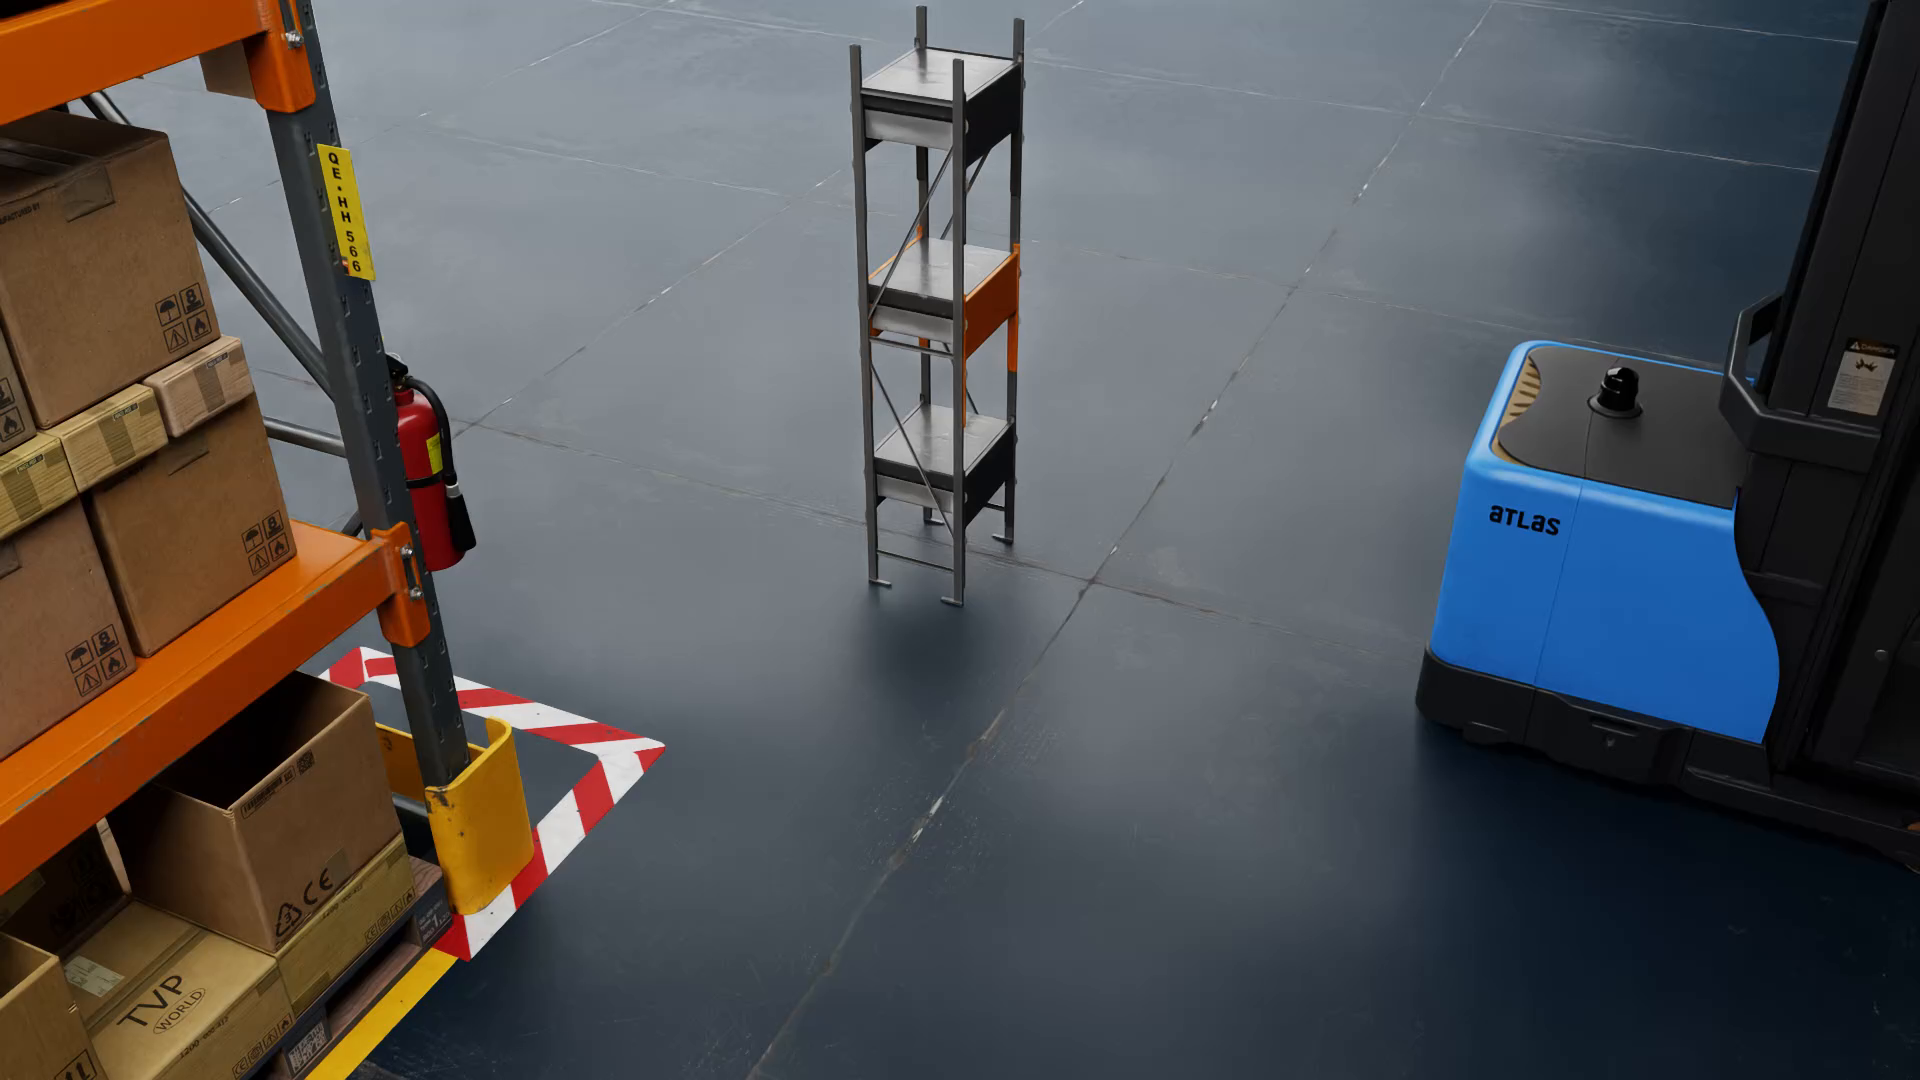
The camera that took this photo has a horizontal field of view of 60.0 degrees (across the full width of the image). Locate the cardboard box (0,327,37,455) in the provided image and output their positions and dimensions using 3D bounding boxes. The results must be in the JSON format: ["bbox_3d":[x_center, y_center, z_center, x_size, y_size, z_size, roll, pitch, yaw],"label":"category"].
[{"bbox_3d":[-2.376,-0.382,3.323,0.700,0.500,0.500,13,36,19],"label":"cardboard box"}]

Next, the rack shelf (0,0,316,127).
[{"bbox_3d":[-2.769,-0.274,2.353,1.077,0.370,4.000,14,36,20],"label":"rack shelf"}]

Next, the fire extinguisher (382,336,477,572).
[{"bbox_3d":[-1.461,-0.237,4.446,0.296,0.674,0.183,14,36,20],"label":"fire extinguisher"}]

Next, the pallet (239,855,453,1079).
[{"bbox_3d":[-2.214,1.240,4.667,1.003,0.211,1.213,14,36,20],"label":"pallet"}]

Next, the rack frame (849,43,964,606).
[{"bbox_3d":[-0.171,-0.674,5.863,0.400,2.100,0.015,14,36,20],"label":"rack frame"}]

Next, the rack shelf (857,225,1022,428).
[{"bbox_3d":[-0.069,-0.784,6.056,0.431,0.518,0.480,14,36,20],"label":"rack shelf"}]

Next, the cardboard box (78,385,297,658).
[{"bbox_3d":[-2.139,-0.129,4.120,0.700,0.500,0.500,14,36,20],"label":"cardboard box"}]

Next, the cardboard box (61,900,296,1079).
[{"bbox_3d":[-2.087,1.244,4.242,0.500,0.250,0.500,14,36,20],"label":"cardboard box"}]

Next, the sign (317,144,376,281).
[{"bbox_3d":[-1.445,-0.769,3.915,0.100,0.325,0.005,14,36,20],"label":"sign"}]

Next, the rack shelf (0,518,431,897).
[{"bbox_3d":[-2.769,0.980,3.176,1.077,0.370,4.000,14,36,20],"label":"rack shelf"}]

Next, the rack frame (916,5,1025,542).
[{"bbox_3d":[0.033,-0.917,6.234,0.400,2.100,0.015,14,36,20],"label":"rack frame"}]

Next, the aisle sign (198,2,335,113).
[{"bbox_3d":[-1.638,-1.369,3.732,0.394,0.787,0.004,14,36,20],"label":"aisle sign"}]

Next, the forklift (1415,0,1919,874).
[{"bbox_3d":[3.135,-0.473,4.799,3.031,2.935,1.130,14,36,21],"label":"forklift"}]

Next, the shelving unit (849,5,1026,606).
[{"bbox_3d":[-0.069,-0.796,6.049,0.431,2.100,0.503,14,36,20],"label":"shelving unit"}]

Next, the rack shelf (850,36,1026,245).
[{"bbox_3d":[-0.069,-1.370,5.672,0.431,0.518,0.480,14,36,20],"label":"rack shelf"}]

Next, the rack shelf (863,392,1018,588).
[{"bbox_3d":[-0.069,-0.199,6.440,0.431,0.518,0.480,14,36,20],"label":"rack shelf"}]

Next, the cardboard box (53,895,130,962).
[{"bbox_3d":[-2.565,1.123,4.426,0.500,0.250,0.500,14,36,20],"label":"cardboard box"}]

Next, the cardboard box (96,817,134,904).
[{"bbox_3d":[-2.359,0.873,4.807,0.500,0.250,0.500,14,36,20],"label":"cardboard box"}]

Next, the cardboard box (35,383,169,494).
[{"bbox_3d":[-2.027,-0.265,3.736,0.380,0.149,0.250,15,36,22],"label":"cardboard box"}]

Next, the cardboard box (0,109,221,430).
[{"bbox_3d":[-2.161,-0.645,3.724,0.700,0.500,0.500,14,36,21],"label":"cardboard box"}]

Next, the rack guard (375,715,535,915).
[{"bbox_3d":[-1.922,0.717,5.201,1.175,0.500,0.348,14,36,20],"label":"rack guard"}]

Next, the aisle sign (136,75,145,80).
[{"bbox_3d":[-2.183,-1.507,3.942,0.394,0.787,0.004,14,36,20],"label":"aisle sign"}]

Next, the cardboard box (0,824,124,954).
[{"bbox_3d":[-2.566,0.809,4.221,0.500,0.500,0.500,14,36,20],"label":"cardboard box"}]

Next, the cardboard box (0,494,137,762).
[{"bbox_3d":[-2.355,0.134,3.720,0.700,0.500,0.500,15,36,22],"label":"cardboard box"}]

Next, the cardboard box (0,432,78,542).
[{"bbox_3d":[-2.134,-0.138,3.542,0.380,0.149,0.250,14,36,20],"label":"cardboard box"}]

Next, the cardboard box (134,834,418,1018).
[{"bbox_3d":[-1.888,0.992,4.626,0.500,0.250,0.500,14,36,20],"label":"cardboard box"}]

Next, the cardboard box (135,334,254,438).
[{"bbox_3d":[-1.919,-0.396,3.935,0.380,0.149,0.250,14,36,20],"label":"cardboard box"}]

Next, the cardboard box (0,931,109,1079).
[{"bbox_3d":[-2.291,1.181,3.655,0.500,0.500,0.500,14,36,20],"label":"cardboard box"}]

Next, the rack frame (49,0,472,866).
[{"bbox_3d":[-1.932,-0.317,4.498,1.000,3.000,0.127,14,36,20],"label":"rack frame"}]

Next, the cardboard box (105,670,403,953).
[{"bbox_3d":[-1.886,0.679,4.419,0.500,0.500,0.500,14,36,20],"label":"cardboard box"}]
